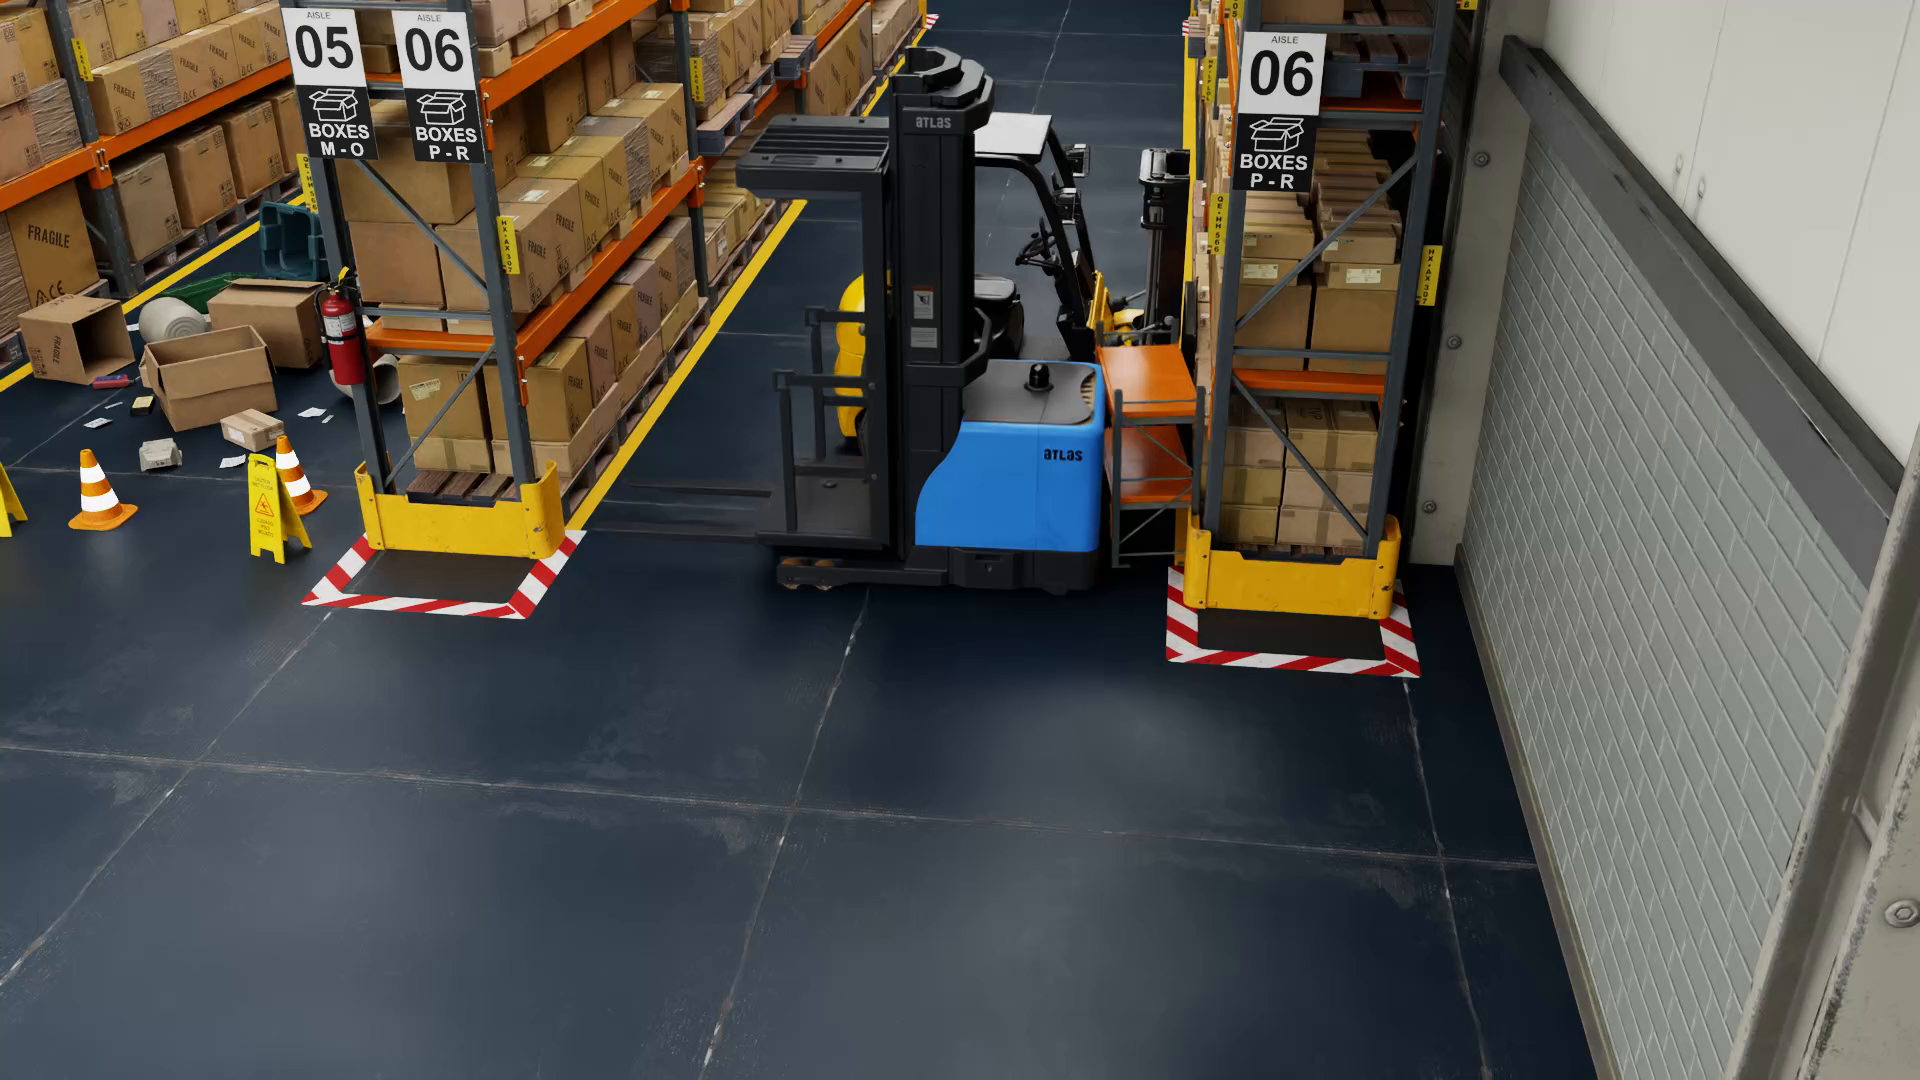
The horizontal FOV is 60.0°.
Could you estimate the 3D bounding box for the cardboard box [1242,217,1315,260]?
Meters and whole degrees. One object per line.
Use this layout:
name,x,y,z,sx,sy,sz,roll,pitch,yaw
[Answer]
cardboard box,1.720,-1.635,9.019,0.380,0.149,0.250,3,29,6

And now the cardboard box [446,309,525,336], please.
cardboard box,-2.795,-1.317,9.798,0.380,0.149,0.250,3,29,6

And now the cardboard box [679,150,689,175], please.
cardboard box,-2.288,-2.883,12.704,0.380,0.149,0.250,3,28,6

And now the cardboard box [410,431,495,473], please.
cardboard box,-3.207,-0.662,10.772,0.500,0.250,0.500,3,28,6

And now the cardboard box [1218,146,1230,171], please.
cardboard box,1.890,-2.470,10.883,0.380,0.149,0.250,2,28,5

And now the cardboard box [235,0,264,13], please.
cardboard box,-7.112,-5.321,15.805,0.700,0.500,0.500,3,28,5

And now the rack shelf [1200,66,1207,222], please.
rack shelf,2.620,-3.501,14.344,1.077,0.370,4.000,3,28,6

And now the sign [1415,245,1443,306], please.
sign,2.435,-1.374,8.642,0.100,0.325,0.005,3,28,6

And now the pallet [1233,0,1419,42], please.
pallet,2.144,-3.182,9.925,1.003,0.211,1.213,3,28,6

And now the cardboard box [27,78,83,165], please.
cardboard box,-7.510,-3.295,13.045,0.875,0.550,0.550,3,28,6

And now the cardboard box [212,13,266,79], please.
cardboard box,-6.899,-4.632,15.580,0.500,0.500,0.500,3,28,5

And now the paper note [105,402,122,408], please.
paper note,-6.133,-0.977,12.052,0.032,0.001,0.123,20,34,32

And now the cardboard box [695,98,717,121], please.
cardboard box,-2.170,-3.479,13.367,0.380,0.149,0.250,4,29,7

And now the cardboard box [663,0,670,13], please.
cardboard box,-2.637,-4.494,13.884,0.380,0.149,0.250,2,28,4

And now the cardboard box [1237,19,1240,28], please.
cardboard box,1.685,-2.840,8.913,0.380,0.149,0.250,3,28,5

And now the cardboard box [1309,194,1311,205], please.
cardboard box,2.391,-1.975,10.648,0.500,0.500,0.500,4,29,7

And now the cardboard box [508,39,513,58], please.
cardboard box,-2.735,-2.756,9.306,0.380,0.149,0.250,2,28,5

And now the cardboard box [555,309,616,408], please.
cardboard box,-2.606,-1.206,10.991,0.500,0.500,0.500,2,28,4

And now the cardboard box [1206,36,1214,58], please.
cardboard box,2.424,-4.238,14.584,0.500,0.250,0.500,3,28,5

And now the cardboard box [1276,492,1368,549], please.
cardboard box,2.139,-0.188,9.892,0.500,0.250,0.500,3,29,6

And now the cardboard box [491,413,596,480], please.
cardboard box,-2.668,-0.618,10.691,0.500,0.250,0.500,3,28,6

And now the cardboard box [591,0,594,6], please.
cardboard box,-2.572,-3.485,10.658,0.380,0.149,0.250,3,28,6

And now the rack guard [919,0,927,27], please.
rack guard,-1.078,-7.722,24.057,1.175,0.500,0.348,3,28,6

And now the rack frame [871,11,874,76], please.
rack frame,-1.571,-6.929,19.948,1.000,3.000,0.127,3,28,6

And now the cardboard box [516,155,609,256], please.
cardboard box,-2.587,-2.146,10.652,0.500,0.500,0.500,3,28,5

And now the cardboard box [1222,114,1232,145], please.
cardboard box,1.938,-2.716,11.026,0.380,0.149,0.250,3,28,5

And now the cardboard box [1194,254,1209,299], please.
cardboard box,1.932,-1.841,11.907,0.500,0.250,0.500,3,28,6

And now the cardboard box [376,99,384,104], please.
cardboard box,-6.589,-4.925,18.423,0.500,0.500,0.500,4,29,7

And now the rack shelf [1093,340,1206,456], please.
rack shelf,1.098,-0.847,9.760,0.538,0.278,1.000,-2,29,-1

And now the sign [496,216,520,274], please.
sign,-2.503,-1.630,9.200,0.100,0.325,0.005,3,28,6

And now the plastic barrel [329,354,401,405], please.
plastic barrel,-4.291,-1.206,12.043,0.421,0.421,0.512,-24,36,-37

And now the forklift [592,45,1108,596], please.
forklift,-0.657,-1.251,9.481,3.031,2.935,1.130,3,28,5

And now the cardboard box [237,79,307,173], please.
cardboard box,-7.150,-4.199,16.811,1.050,0.750,0.750,3,28,6

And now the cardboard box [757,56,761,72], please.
cardboard box,-1.979,-4.218,14.739,0.380,0.149,0.250,2,28,5

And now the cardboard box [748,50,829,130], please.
cardboard box,-1.894,-4.616,17.452,0.875,0.875,0.875,3,28,6

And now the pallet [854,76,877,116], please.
pallet,-1.591,-5.334,19.928,1.003,0.211,1.213,3,28,6

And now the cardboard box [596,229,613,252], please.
cardboard box,-2.555,-2.048,11.154,0.380,0.149,0.250,3,28,5

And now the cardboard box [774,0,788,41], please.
cardboard box,-1.894,-4.932,15.380,0.500,0.500,0.500,3,28,5

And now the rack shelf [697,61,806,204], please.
rack shelf,-2.307,-3.788,14.877,1.077,0.370,4.000,3,28,6

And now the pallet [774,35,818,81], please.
pallet,-2.043,-4.620,15.865,1.213,0.211,1.003,3,28,6

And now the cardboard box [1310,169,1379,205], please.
cardboard box,2.275,-2.087,9.859,0.380,0.149,0.250,4,29,8

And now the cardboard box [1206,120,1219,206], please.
cardboard box,2.062,-2.727,12.043,0.500,0.500,0.500,3,28,5

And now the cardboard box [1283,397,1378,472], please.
cardboard box,2.132,-0.623,9.646,0.500,0.250,0.500,3,28,5

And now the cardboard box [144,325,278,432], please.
cardboard box,-5.339,-1.155,11.864,0.797,0.503,0.637,-17,33,-29

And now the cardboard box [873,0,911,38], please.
cardboard box,-1.167,-7.121,22.563,0.875,0.438,0.875,4,29,8

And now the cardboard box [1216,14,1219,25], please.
cardboard box,2.477,-4.584,14.807,0.380,0.149,0.250,4,29,7

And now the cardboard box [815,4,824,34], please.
cardboard box,-1.706,-5.438,17.340,0.500,0.250,0.500,3,28,5

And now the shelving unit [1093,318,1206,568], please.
shelving unit,1.106,-0.591,9.902,0.538,1.125,1.048,-2,29,-1

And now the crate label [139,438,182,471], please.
crate label,-5.378,-0.575,11.174,0.250,0.136,0.298,-11,30,-20

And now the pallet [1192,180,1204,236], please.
pallet,2.726,-3.146,15.868,1.003,0.211,1.213,3,28,6

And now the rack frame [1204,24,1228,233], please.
rack frame,2.375,-2.876,12.426,1.000,3.000,0.127,3,28,6

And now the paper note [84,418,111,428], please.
paper note,-6.095,-0.832,11.764,0.144,0.017,0.142,14,31,24

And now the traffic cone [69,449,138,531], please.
traffic cone,-5.413,-0.345,10.403,0.336,0.463,0.334,3,28,6

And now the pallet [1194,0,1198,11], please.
pallet,3.149,-6.188,18.775,1.003,0.211,1.213,3,28,6

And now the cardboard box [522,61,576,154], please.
cardboard box,-2.967,-2.859,10.921,0.700,0.500,0.500,3,28,6
